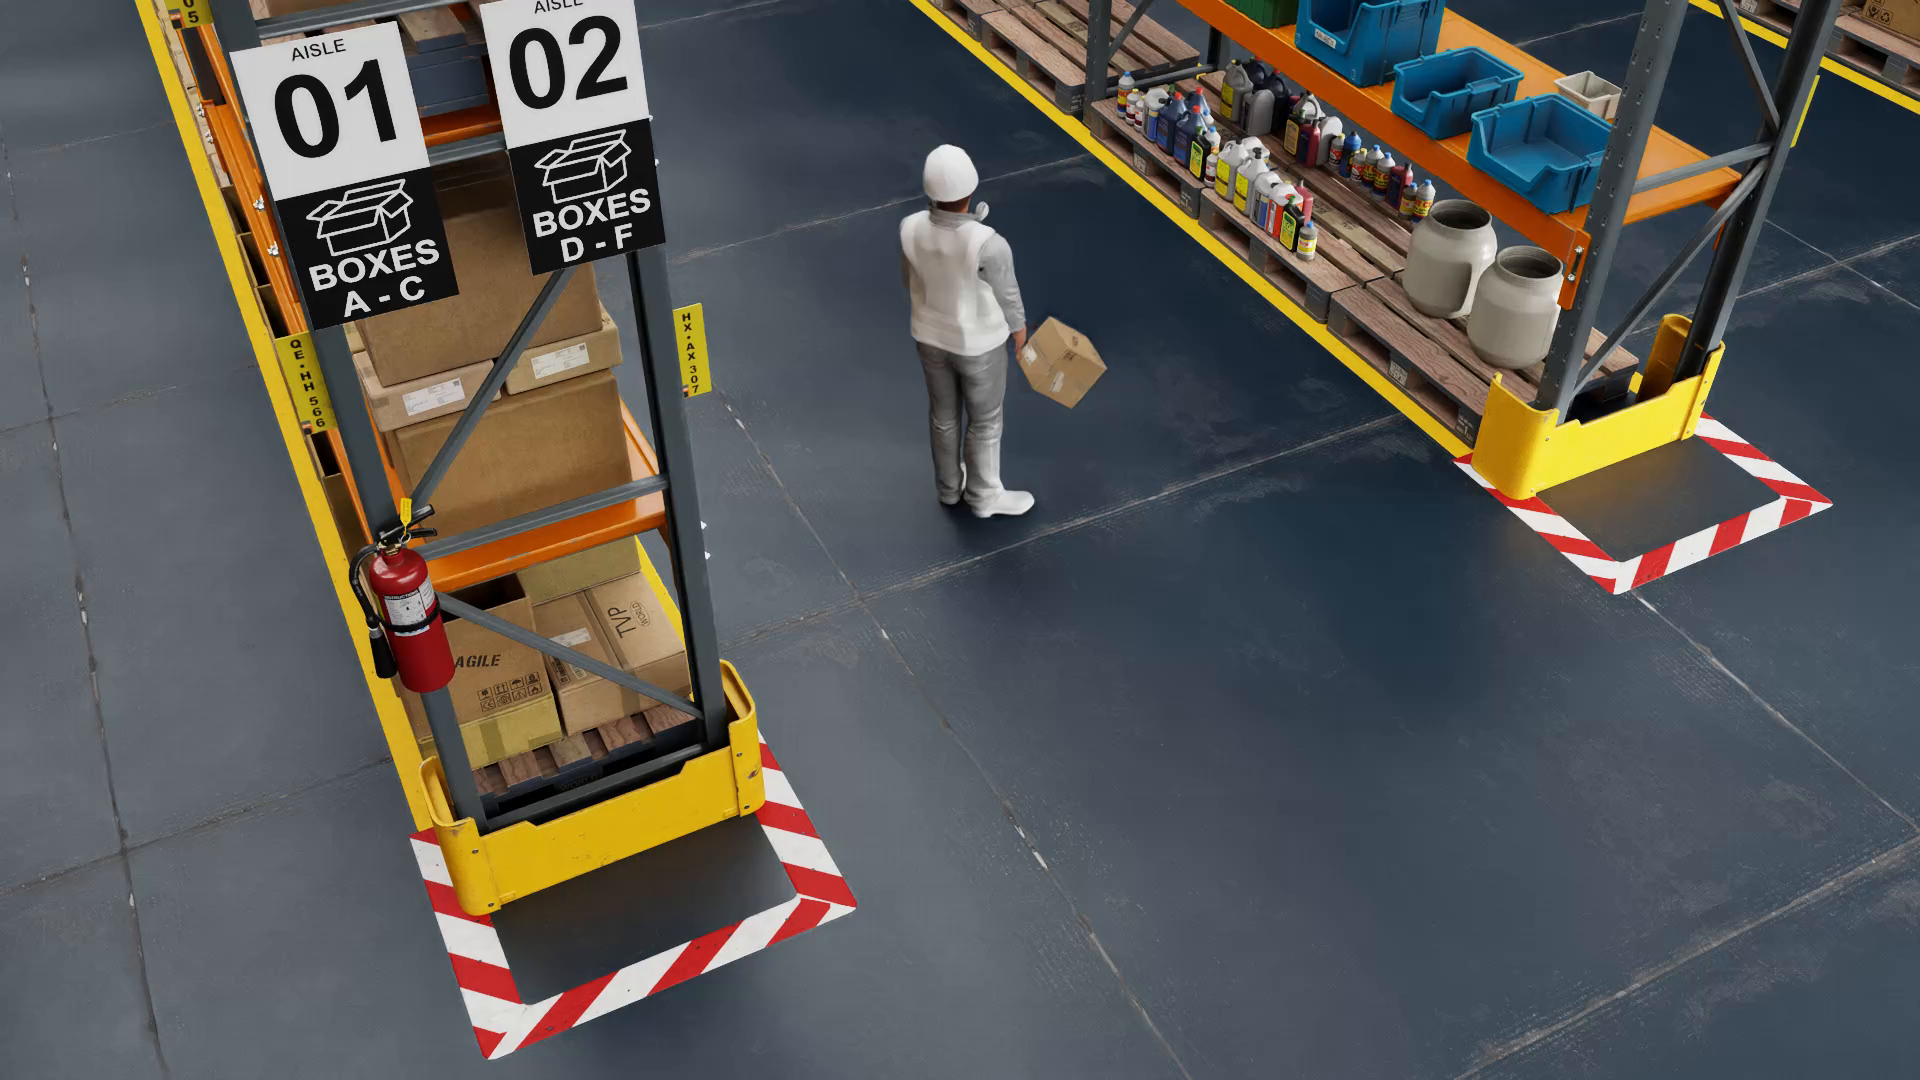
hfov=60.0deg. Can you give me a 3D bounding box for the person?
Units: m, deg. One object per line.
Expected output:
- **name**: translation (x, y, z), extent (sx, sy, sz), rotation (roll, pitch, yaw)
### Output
- **person**: translation (0.040, -0.889, 7.141), extent (0.612, 1.778, 0.419), rotation (21, 45, 23)
